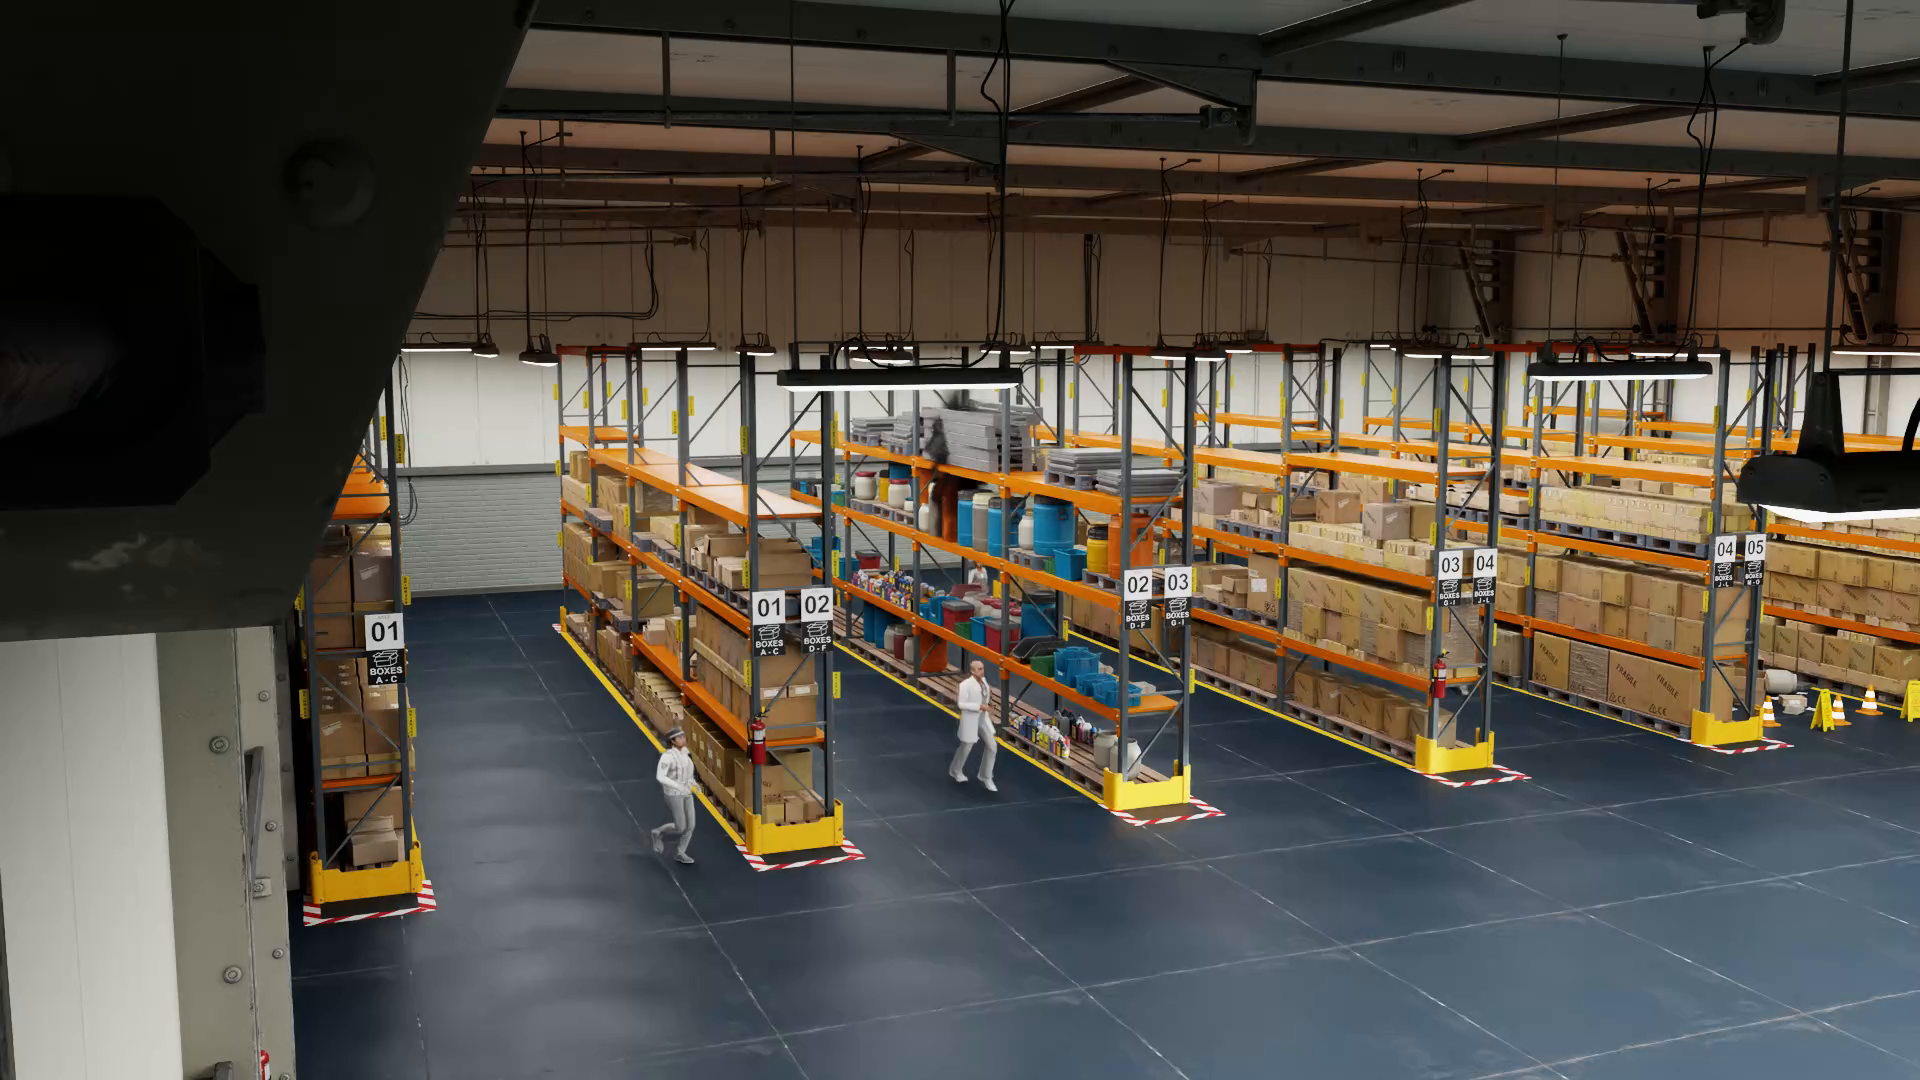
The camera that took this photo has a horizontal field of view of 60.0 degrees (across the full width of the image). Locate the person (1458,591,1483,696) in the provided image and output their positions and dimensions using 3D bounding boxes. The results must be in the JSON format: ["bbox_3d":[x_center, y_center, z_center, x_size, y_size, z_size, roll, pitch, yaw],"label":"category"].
[{"bbox_3d":[8.792,1.779,29.061,0.601,1.817,0.905,-3,8,-23],"label":"person"}]

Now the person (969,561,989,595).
[{"bbox_3d":[0.386,1.154,34.480,0.537,1.609,0.875,-3,8,-25],"label":"person"}]

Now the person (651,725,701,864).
[{"bbox_3d":[-3.381,3.004,19.789,0.611,1.653,0.609,4,8,29],"label":"person"}]

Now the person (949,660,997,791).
[{"bbox_3d":[0.187,2.553,22.929,0.640,1.835,0.908,-6,9,-39],"label":"person"}]
